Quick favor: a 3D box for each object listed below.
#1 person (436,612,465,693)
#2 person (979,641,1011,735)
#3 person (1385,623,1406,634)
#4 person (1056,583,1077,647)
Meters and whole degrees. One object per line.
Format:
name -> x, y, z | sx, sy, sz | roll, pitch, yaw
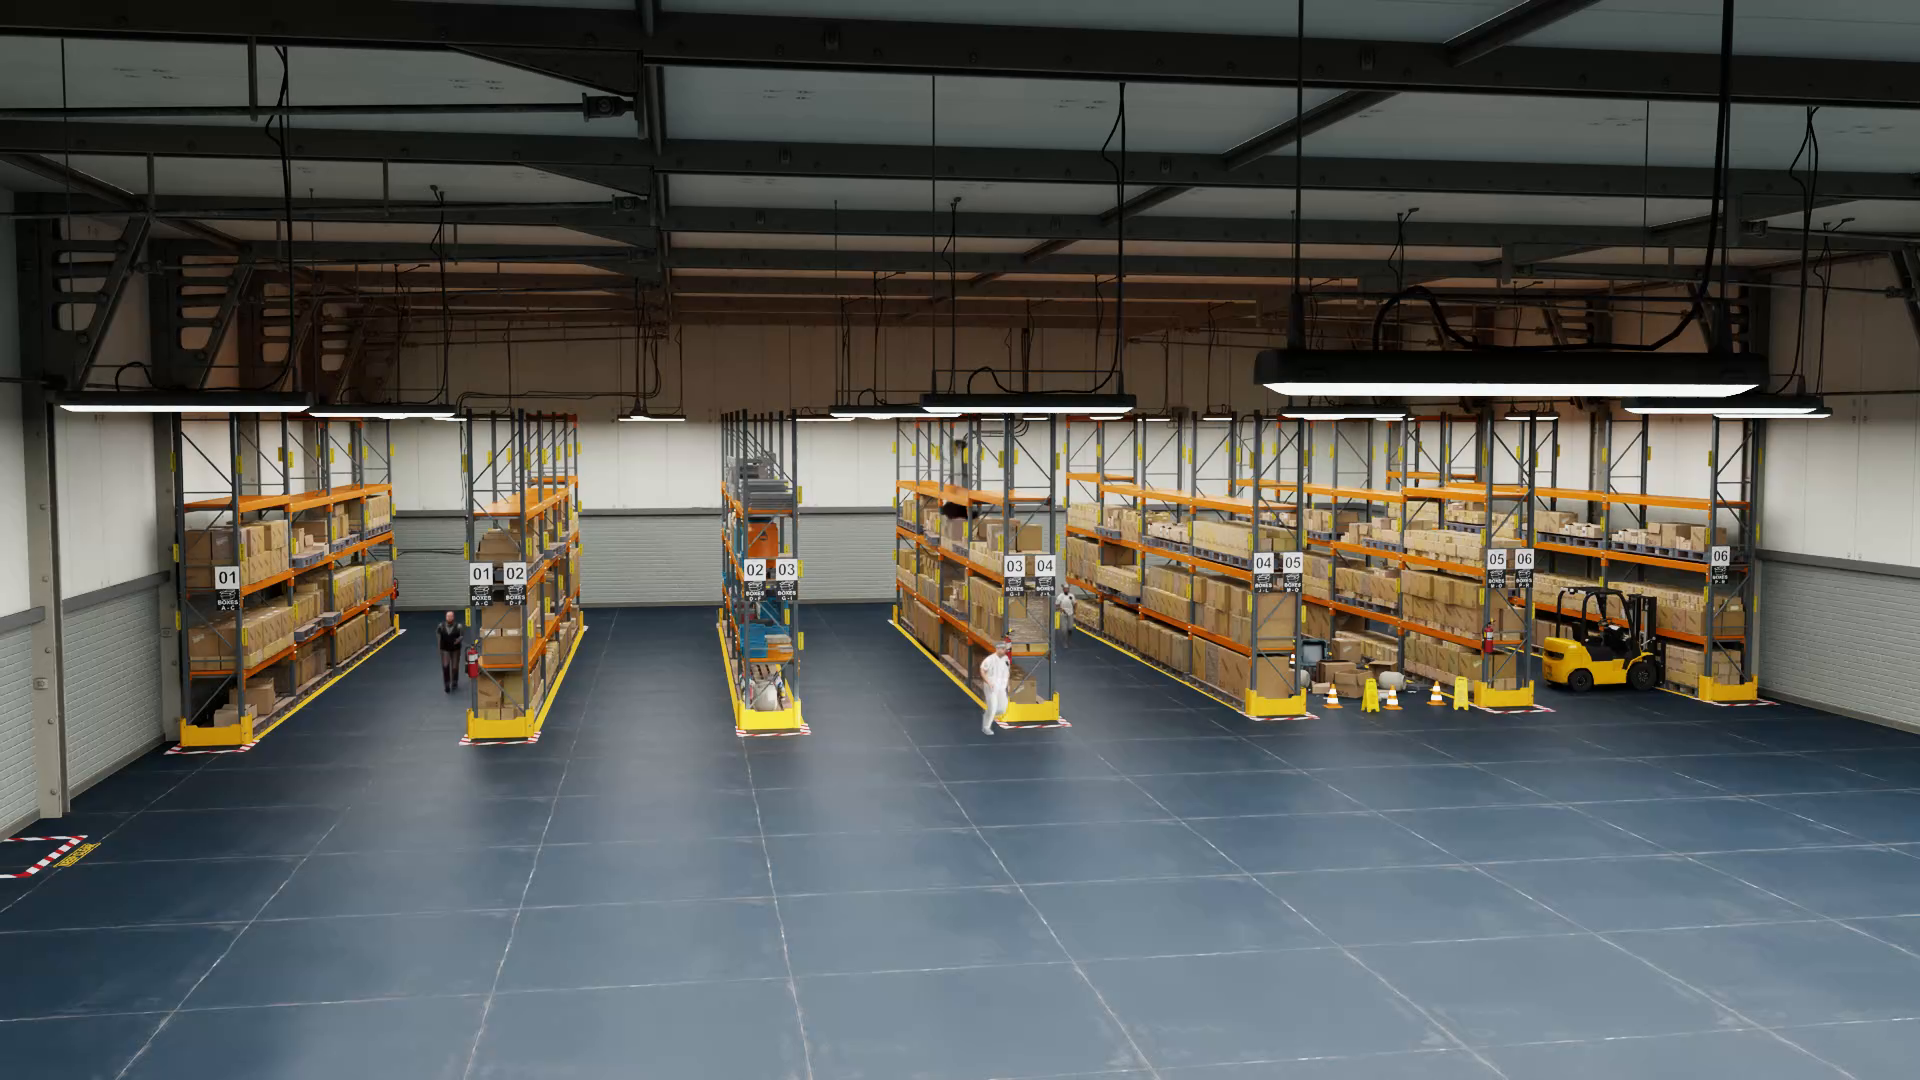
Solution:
person -> -10.908, 2.407, 35.633 | 0.595, 1.770, 0.874 | -1, 4, -17
person -> 0.661, 2.719, 30.913 | 0.708, 1.715, 0.565 | -3, 5, -37
person -> 11.813, 1.742, 45.086 | 0.552, 1.735, 0.801 | -1, 4, -17
person -> 2.740, 1.926, 42.644 | 0.570, 1.661, 0.554 | 0, 4, -3
